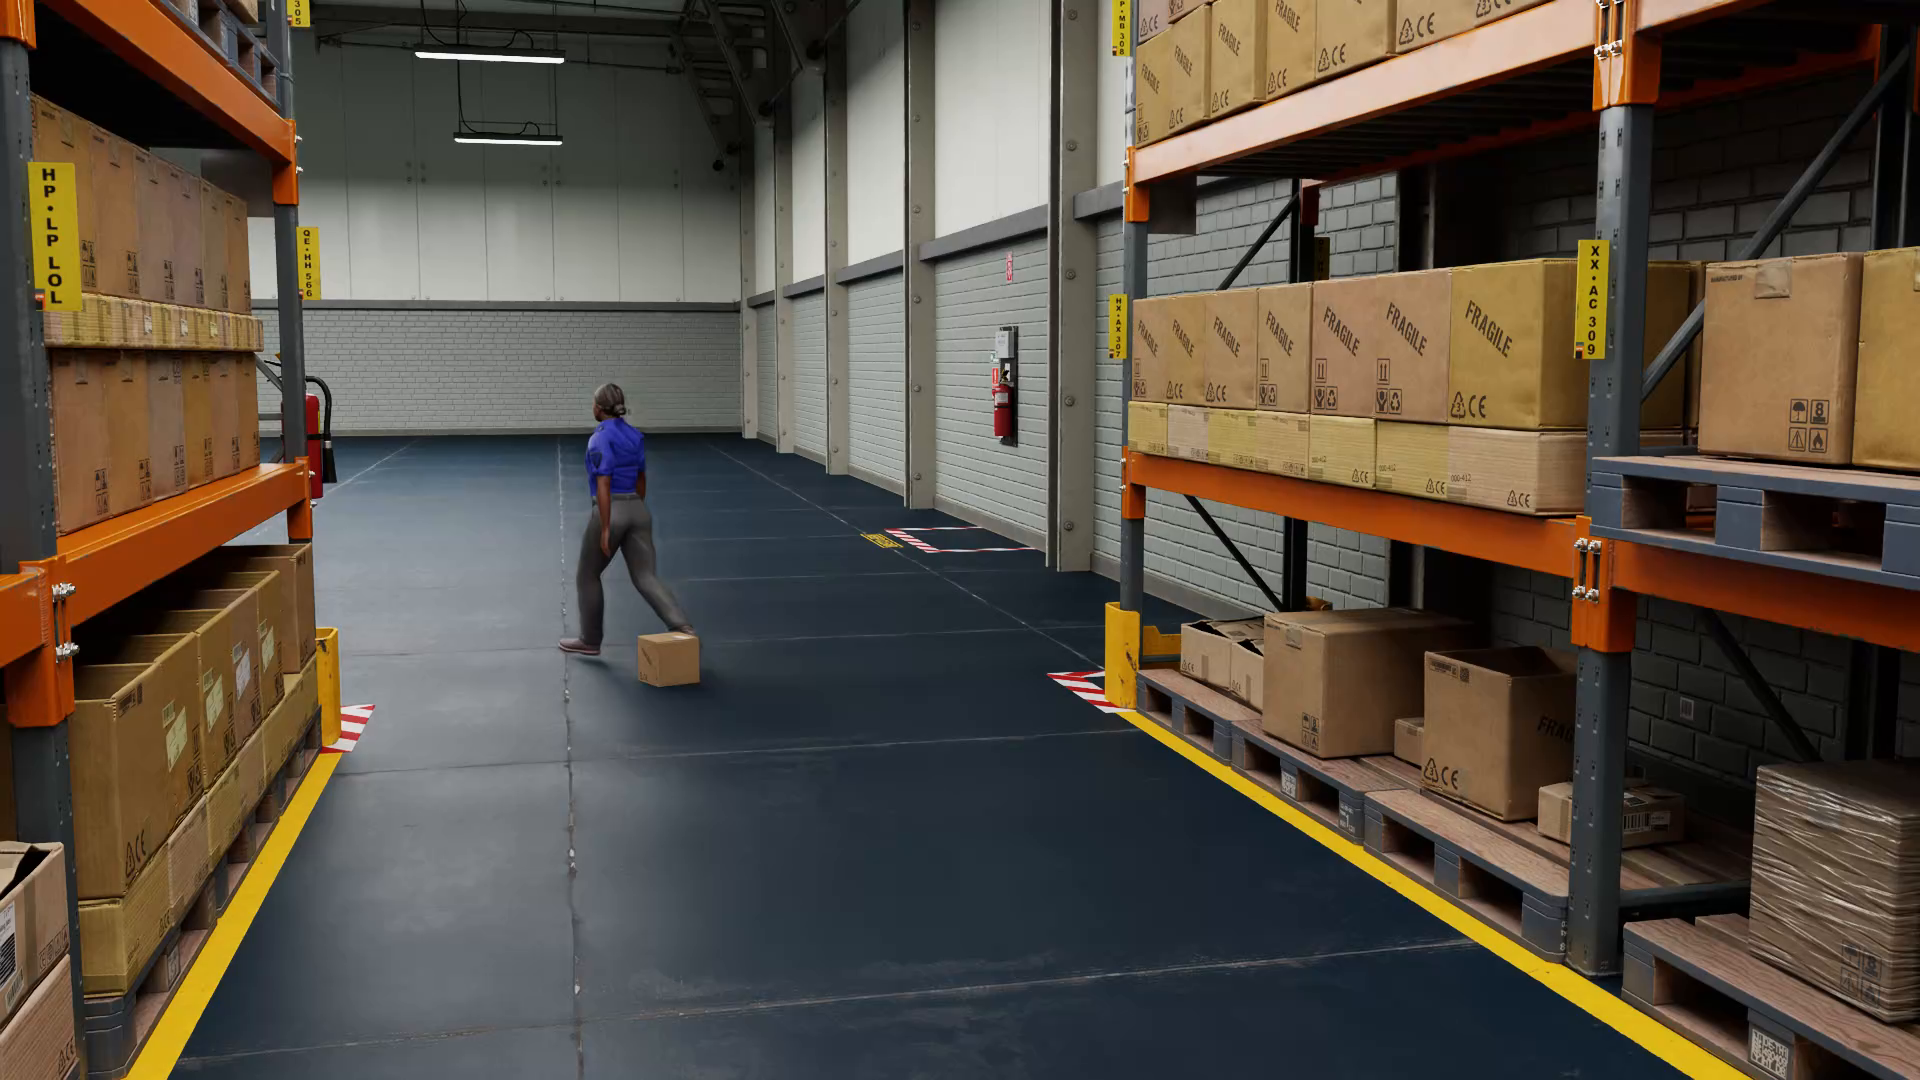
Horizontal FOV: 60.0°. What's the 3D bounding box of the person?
[{"bbox_3d":[-1.954,-0.110,9.719,0.971,1.607,0.462,4,8,34],"label":"person"}]
